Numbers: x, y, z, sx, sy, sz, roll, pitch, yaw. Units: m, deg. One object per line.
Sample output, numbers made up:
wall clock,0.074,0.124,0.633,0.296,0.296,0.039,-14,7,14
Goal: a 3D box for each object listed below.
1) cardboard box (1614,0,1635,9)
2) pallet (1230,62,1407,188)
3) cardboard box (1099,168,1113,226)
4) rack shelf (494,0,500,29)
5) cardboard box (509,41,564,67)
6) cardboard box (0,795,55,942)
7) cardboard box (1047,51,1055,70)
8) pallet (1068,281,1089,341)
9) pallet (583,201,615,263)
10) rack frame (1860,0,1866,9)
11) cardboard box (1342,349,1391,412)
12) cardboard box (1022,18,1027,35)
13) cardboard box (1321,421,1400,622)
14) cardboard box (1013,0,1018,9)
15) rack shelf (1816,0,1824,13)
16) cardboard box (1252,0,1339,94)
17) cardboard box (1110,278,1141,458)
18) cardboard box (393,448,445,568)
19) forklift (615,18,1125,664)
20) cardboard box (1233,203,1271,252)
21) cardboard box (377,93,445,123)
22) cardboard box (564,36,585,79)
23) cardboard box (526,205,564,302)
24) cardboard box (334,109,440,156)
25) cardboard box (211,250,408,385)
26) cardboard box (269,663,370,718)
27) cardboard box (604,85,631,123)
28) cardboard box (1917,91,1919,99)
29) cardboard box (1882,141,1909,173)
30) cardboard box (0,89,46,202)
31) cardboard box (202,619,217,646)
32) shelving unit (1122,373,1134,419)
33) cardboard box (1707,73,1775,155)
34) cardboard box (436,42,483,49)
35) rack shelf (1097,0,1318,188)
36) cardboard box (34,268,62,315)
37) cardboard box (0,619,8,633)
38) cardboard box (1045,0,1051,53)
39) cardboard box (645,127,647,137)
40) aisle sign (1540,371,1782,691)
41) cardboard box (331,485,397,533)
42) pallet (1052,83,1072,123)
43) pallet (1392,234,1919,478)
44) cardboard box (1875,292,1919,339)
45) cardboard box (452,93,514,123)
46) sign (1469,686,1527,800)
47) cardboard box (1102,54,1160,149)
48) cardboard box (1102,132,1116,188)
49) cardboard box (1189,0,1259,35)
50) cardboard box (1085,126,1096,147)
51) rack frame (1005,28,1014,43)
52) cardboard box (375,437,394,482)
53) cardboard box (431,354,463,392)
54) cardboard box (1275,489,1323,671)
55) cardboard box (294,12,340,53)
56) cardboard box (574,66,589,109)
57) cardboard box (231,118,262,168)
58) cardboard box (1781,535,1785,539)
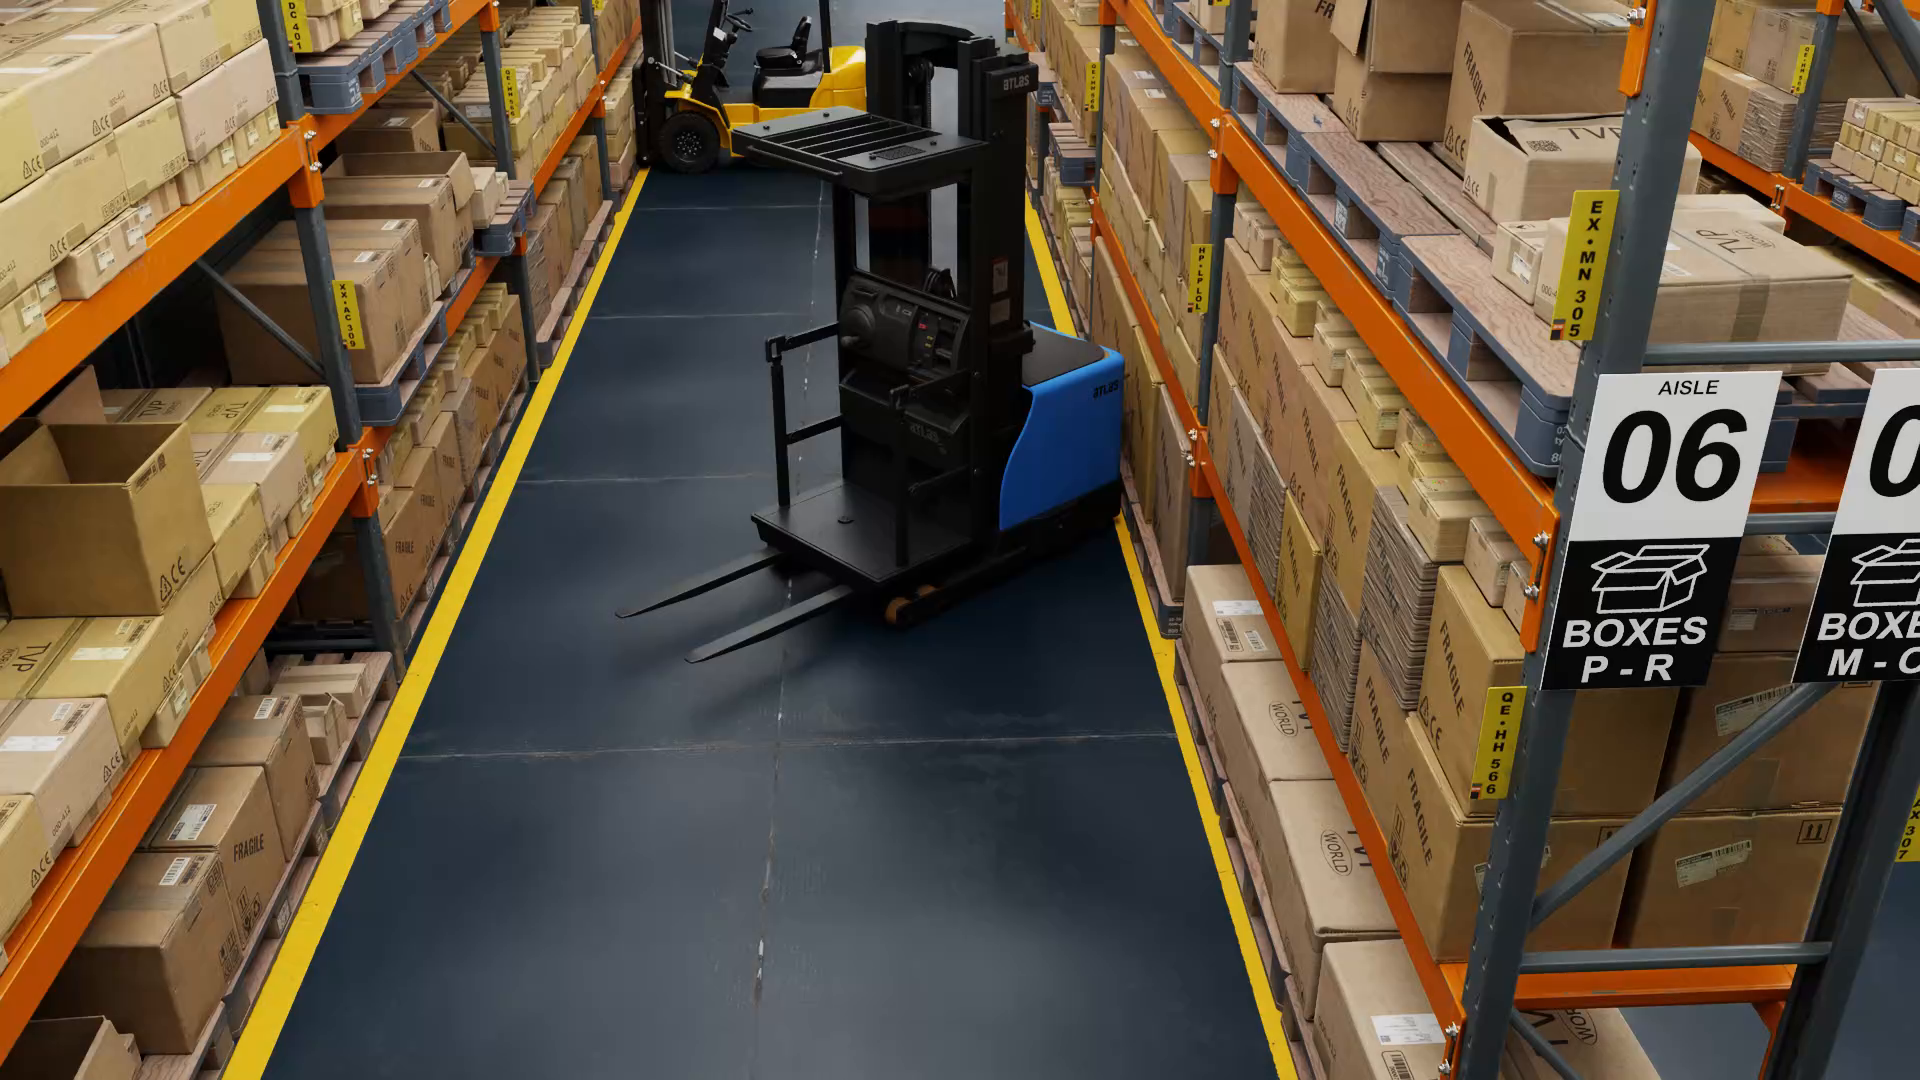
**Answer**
cardboard box,6.198,-4.859,14.632,0.700,0.500,0.500,-2,28,-4
pallet,1.678,-1.652,6.526,1.003,0.211,1.213,-1,28,-3
cardboard box,1.211,-2.288,11.055,0.500,0.250,0.500,-2,28,-4
rack shelf,-3.624,-4.400,12.476,1.077,0.370,4.000,-1,28,-3
cardboard box,-3.302,-3.782,12.948,0.380,0.149,0.250,-2,28,-4
cardboard box,-2.857,0.948,4.529,0.500,0.250,0.500,-1,28,-2
cardboard box,0.945,-4.130,14.243,0.380,0.149,0.250,-1,28,-2
pallet,1.397,-1.711,12.802,1.003,0.211,1.213,-1,28,-3
pallet,-3.651,-2.737,14.769,1.003,0.211,1.213,-1,28,-3
rack frame,10.916,-6.520,19.008,1.000,3.000,0.127,-1,28,-3
cardboard box,1.519,-0.538,5.647,0.380,0.149,0.250,-1,28,-1
cardboard box,0.817,-5.169,16.689,0.380,0.149,0.250,-1,28,-2
cardboard box,1.512,-0.066,5.443,0.500,0.500,0.500,-2,28,-3
cardboard box,0.825,-5.757,17.115,0.500,0.500,0.500,-2,28,-4
rack shelf,6.270,-4.687,13.028,1.077,0.370,4.000,-1,28,-3
cardboard box,1.467,-2.067,6.556,0.500,0.500,0.500,-1,28,-2
cardboard box,1.432,-1.098,10.454,0.875,0.875,0.875,-1,28,-2
cardboard box,-3.149,-0.170,9.081,0.500,0.500,0.500,-2,28,-3
forklift,-0.454,-1.098,8.685,3.031,2.935,1.130,-24,36,-38
cardboard box,1.403,-1.363,7.228,0.380,0.149,0.250,-2,28,-3
cardboard box,-3.739,-2.942,11.338,0.380,0.149,0.250,-1,28,-1
cardboard box,-3.414,-4.009,13.815,0.500,0.250,0.500,-2,28,-4
cardboard box,-3.581,-2.188,12.816,0.875,0.625,0.625,-1,28,-1
cardboard box,-3.649,-2.454,10.649,0.500,0.500,0.500,0,28,0
cardboard box,-3.113,-1.077,8.009,0.700,0.500,0.500,-1,28,-1
cardboard box,-2.989,0.710,7.773,0.380,0.149,0.250,-2,28,-4
cardboard box,-3.457,-4.190,15.978,0.500,0.250,0.500,-1,28,-3
cardboard box,10.997,-5.034,18.407,0.500,0.500,0.500,6,28,11
cardboard box,6.233,-2.483,10.763,0.380,0.149,0.250,-2,28,-4
cardboard box,-2.922,-1.065,4.605,0.500,0.250,0.500,-2,28,-3
cardboard box,-2.979,0.348,6.111,0.380,0.149,0.250,-1,28,-3
shelving unit,0.837,-0.837,10.440,0.189,0.258,1.200,-6,-2,-9
cardboard box,6.058,-3.229,12.589,0.500,0.500,0.500,-1,28,-3
cardboard box,-3.892,-3.771,12.928,0.380,0.149,0.250,-1,28,-2
rack shelf,1.541,-2.674,9.167,1.077,0.370,4.000,-1,28,-3
cardboard box,-2.929,-0.732,4.938,0.380,0.149,0.250,-2,28,-3
cardboard box,-3.438,0.491,5.405,0.500,0.250,0.500,-1,28,-1
cardboard box,0.993,-4.341,13.946,0.500,0.500,0.500,-1,28,-2
cardboard box,-3.515,-4.217,17.110,0.500,0.250,0.500,-1,28,-1
aisle sign,1.549,-0.004,3.703,0.394,0.787,0.004,-1,28,-3
cardboard box,-3.064,-0.155,8.352,0.380,0.149,0.250,0,28,0
pallet,1.293,-3.415,13.261,1.003,0.211,1.213,-1,28,-3
pallet,1.805,-0.525,4.365,1.003,0.211,1.213,-1,28,-3
cardboard box,6.209,-1.376,10.582,0.500,0.250,0.500,-1,28,-2
cardboard box,-3.242,-2.951,11.355,0.380,0.149,0.250,-1,28,-1
sign,1.312,0.496,4.047,0.100,0.325,0.005,-1,28,-3
cardboard box,1.218,-2.841,10.763,0.500,0.500,0.500,-2,28,-4
cardboard box,1.217,-2.502,10.925,0.500,0.250,0.500,-2,28,-3
cardboard box,1.390,-2.618,7.924,0.500,0.311,0.500,-1,28,-3
cardboard box,1.098,-2.929,11.940,0.380,0.149,0.250,-1,28,-2
rack frame,1.019,-6.281,18.549,1.000,3.000,0.127,-1,28,-3
cardboard box,-3.126,-0.406,8.511,0.380,0.149,0.250,-3,28,-5
cardboard box,-3.200,-0.995,9.962,0.380,0.149,0.250,-3,28,-5
cardboard box,1.477,0.140,6.131,0.500,0.500,0.500,-1,28,-1
cardboard box,-2.930,-2.214,7.218,0.380,0.149,0.250,-1,28,-2
cardboard box,-3.409,-3.787,13.930,0.500,0.250,0.500,-2,28,-3
cardboard box,-2.988,-1.564,6.534,0.380,0.149,0.250,-1,28,-3
cardboard box,2.129,-0.080,4.769,0.380,0.149,0.250,-1,28,-1
